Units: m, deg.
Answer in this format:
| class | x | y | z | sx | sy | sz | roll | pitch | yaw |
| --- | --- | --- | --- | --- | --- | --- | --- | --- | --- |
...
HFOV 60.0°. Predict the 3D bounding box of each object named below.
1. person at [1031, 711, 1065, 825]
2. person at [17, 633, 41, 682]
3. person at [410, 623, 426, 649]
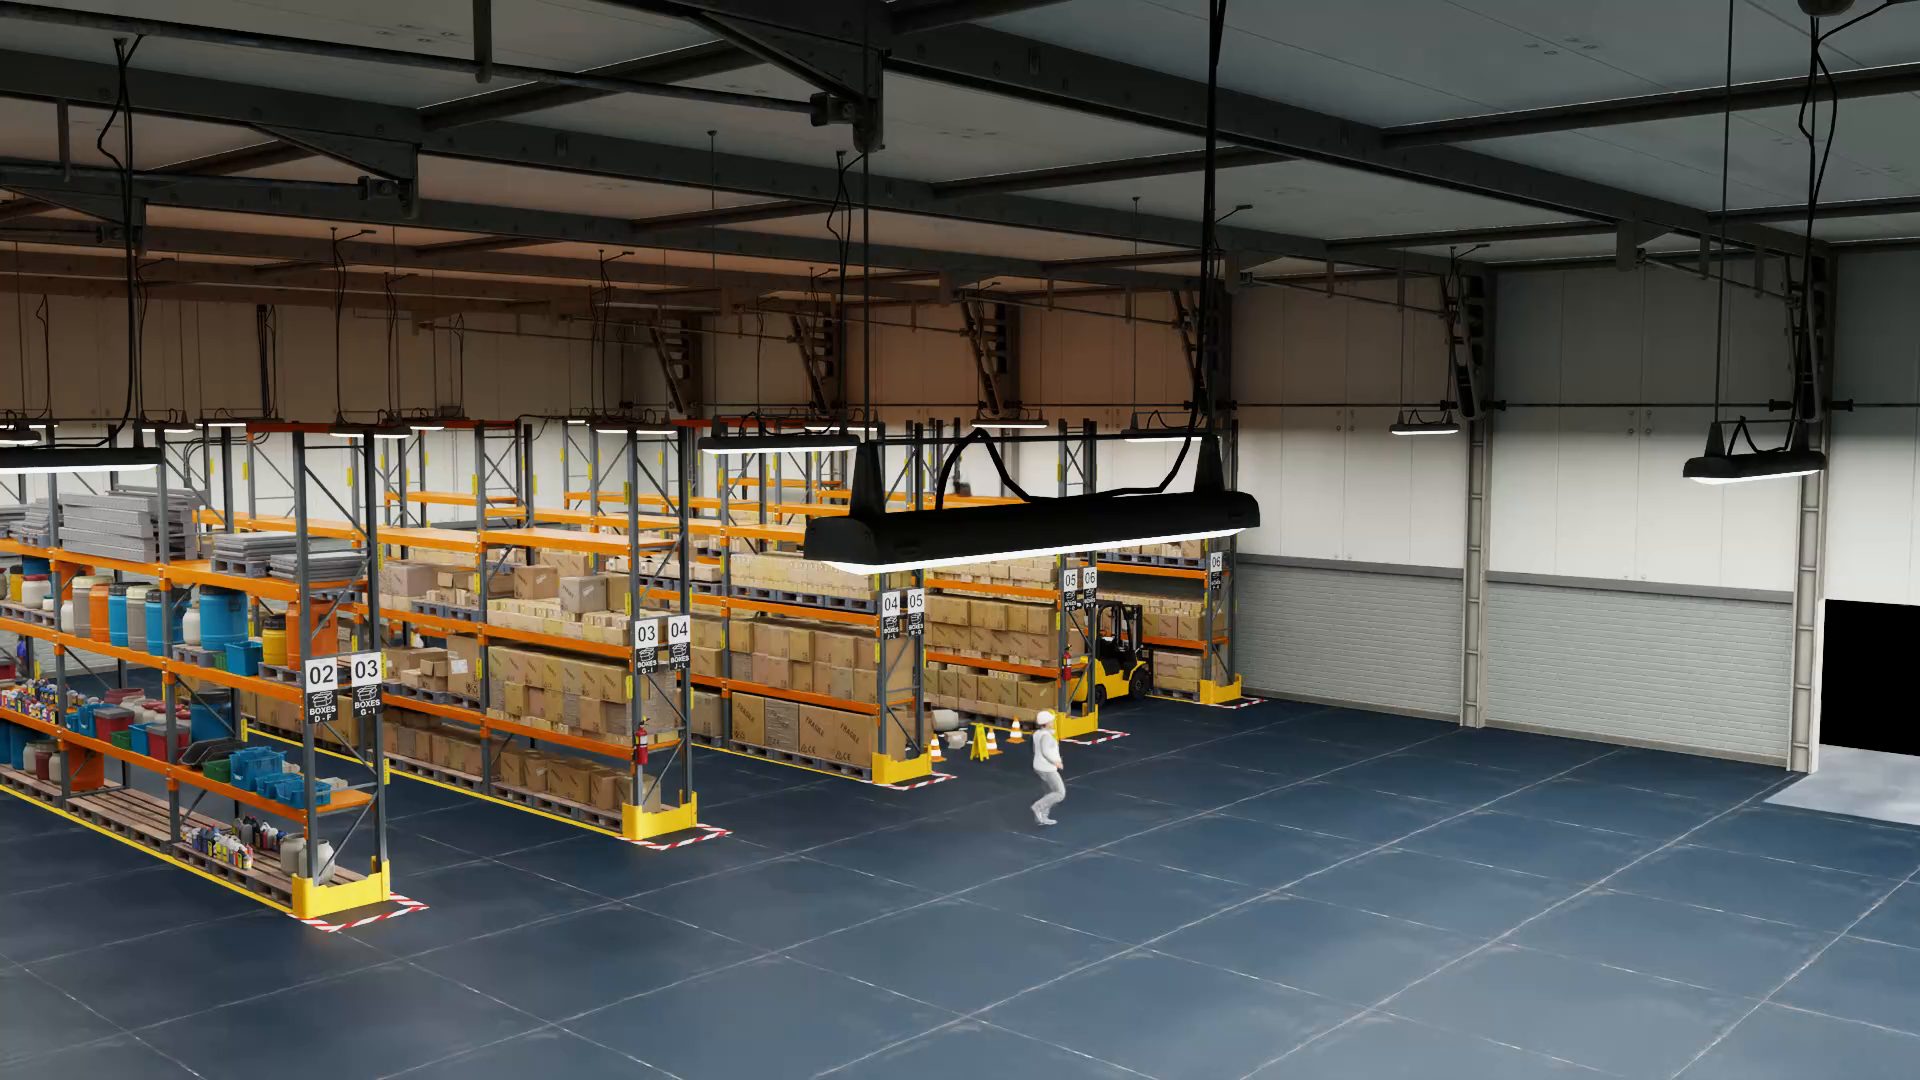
| class | x | y | z | sx | sy | sz | roll | pitch | yaw |
| --- | --- | --- | --- | --- | --- | --- | --- | --- | --- |
| person | 1.311 | 3.424 | 24.974 | 0.577 | 1.726 | 0.640 | -1 | 5 | -17 |
| person | -19.464 | 2.706 | 34.700 | 0.558 | 1.601 | 0.574 | -4 | 6 | -42 |
| person | -11.619 | 2.587 | 35.417 | 0.771 | 1.728 | 0.558 | 4 | 6 | 41 |
